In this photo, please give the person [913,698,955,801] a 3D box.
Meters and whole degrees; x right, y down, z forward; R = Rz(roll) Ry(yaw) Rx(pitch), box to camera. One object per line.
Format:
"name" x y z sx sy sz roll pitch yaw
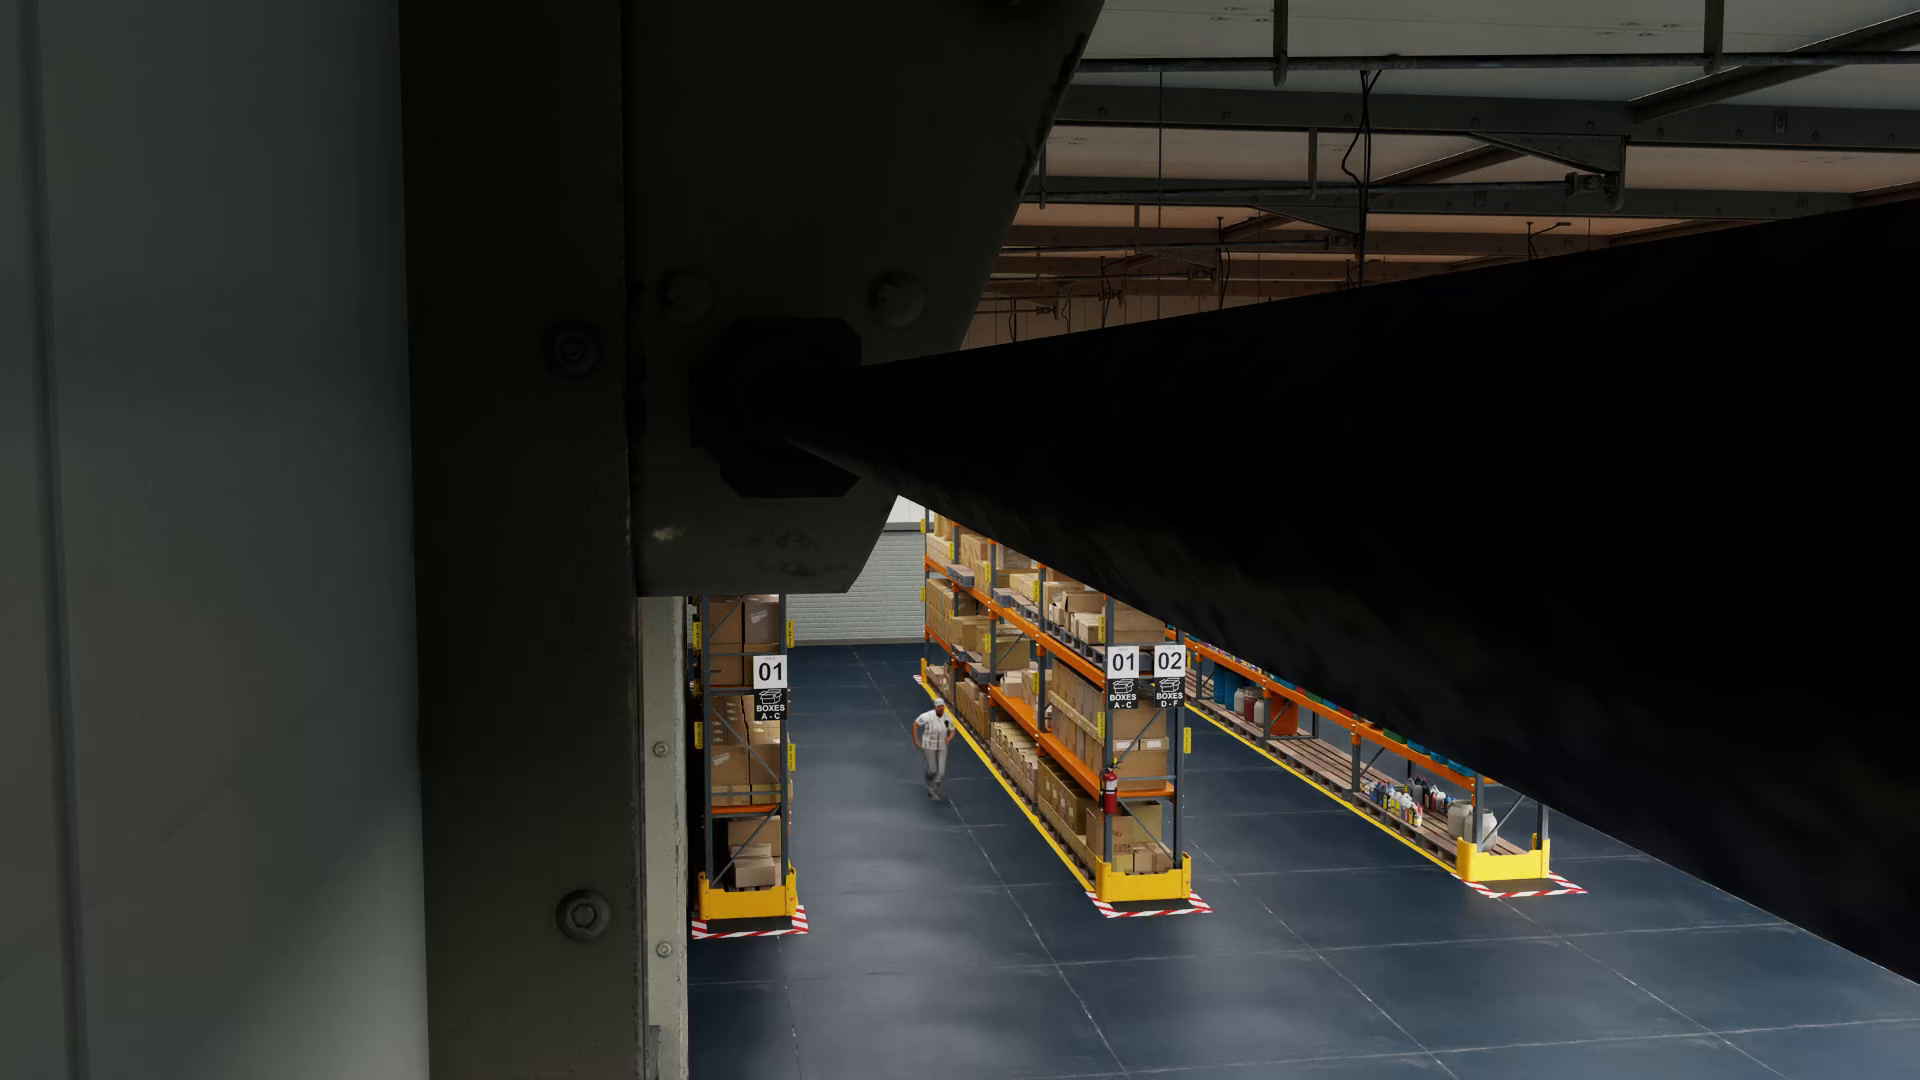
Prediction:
"person" -0.381 3.262 25.919 0.645 1.620 0.625 -1 5 -16
